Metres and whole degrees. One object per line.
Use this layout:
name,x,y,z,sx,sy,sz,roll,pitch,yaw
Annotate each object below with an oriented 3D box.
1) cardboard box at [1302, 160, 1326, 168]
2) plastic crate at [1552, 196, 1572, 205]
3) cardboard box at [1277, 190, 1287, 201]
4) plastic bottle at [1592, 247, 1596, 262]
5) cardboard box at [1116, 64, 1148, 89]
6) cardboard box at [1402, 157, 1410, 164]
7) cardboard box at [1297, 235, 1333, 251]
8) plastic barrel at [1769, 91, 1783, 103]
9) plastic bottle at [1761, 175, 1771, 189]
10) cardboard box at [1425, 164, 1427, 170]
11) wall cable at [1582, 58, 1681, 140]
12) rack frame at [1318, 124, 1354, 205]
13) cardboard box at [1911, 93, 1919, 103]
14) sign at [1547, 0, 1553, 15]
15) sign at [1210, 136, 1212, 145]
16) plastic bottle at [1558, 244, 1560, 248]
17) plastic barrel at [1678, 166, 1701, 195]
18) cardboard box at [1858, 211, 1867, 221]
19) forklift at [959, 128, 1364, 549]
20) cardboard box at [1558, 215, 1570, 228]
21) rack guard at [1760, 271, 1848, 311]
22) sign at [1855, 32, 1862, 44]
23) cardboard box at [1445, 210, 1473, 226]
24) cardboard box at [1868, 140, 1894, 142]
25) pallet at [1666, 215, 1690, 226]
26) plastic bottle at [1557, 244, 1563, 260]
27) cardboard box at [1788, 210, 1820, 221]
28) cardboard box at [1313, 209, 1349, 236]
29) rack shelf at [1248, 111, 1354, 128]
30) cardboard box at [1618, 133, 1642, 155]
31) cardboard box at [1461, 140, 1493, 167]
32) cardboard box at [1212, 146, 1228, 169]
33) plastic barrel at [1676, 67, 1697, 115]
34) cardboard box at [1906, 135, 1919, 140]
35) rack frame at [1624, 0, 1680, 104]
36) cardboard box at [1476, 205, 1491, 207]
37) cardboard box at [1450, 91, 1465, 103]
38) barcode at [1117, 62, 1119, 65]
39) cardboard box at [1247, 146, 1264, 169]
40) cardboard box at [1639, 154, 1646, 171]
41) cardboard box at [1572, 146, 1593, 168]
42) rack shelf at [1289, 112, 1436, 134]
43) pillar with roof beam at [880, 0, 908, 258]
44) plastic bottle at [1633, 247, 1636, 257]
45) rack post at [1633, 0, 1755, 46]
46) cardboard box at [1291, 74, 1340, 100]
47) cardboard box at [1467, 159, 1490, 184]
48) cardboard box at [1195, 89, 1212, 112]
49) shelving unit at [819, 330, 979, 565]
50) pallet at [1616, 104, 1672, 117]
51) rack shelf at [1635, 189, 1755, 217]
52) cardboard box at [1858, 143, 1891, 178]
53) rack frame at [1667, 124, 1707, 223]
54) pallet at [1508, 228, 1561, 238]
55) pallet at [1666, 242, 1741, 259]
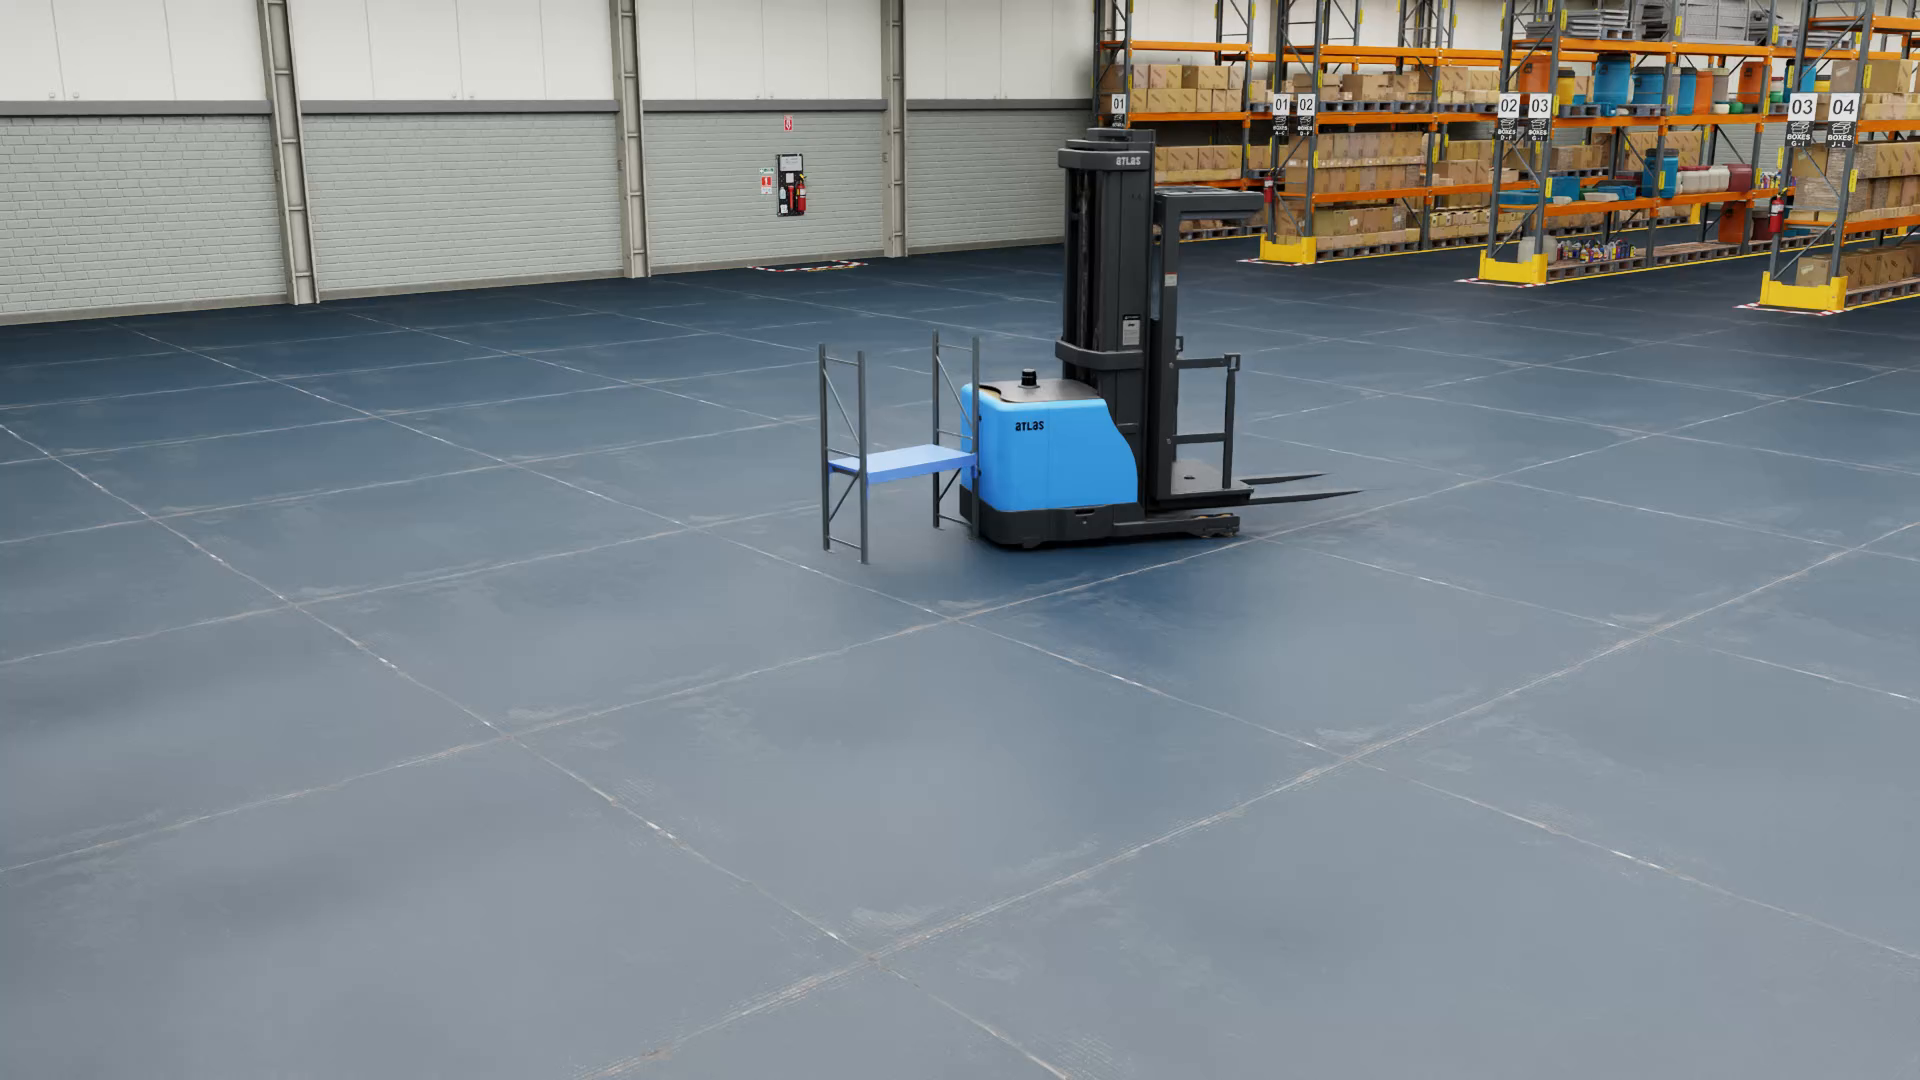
cardboard box,6.944,-7.380,32.614,0.250,0.149,0.380,-13,20,-40
plastic crate,10.641,-5.990,29.373,0.250,0.136,0.298,-13,19,-39
cardboard box,7.534,-8.294,40.026,0.500,0.250,0.500,-13,20,-41
plastic bottle,11.586,-5.227,30.441,0.097,0.271,0.097,0,15,0
cardboard box,3.702,-9.965,35.762,0.500,0.500,0.500,14,21,43
cardboard box,9.076,-7.858,34.407,0.250,0.149,0.380,-13,20,-41
cardboard box,7.057,-5.915,33.097,0.500,0.250,0.500,-13,19,-39
plastic barrel,16.740,-9.095,34.163,0.294,0.245,0.294,0,15,0
plastic bottle,16.678,-7.412,34.428,0.135,0.276,0.152,-13,19,-39
cardboard box,12.060,-9.718,43.269,0.250,0.149,0.380,-12,19,-38
wall cable,19.823,-12.954,49.327,0.112,2.526,3.097,-13,19,-39
rack frame,9.287,-9.312,41.300,0.127,3.000,1.000,-13,19,-39
cardboard box,14.978,-6.975,26.257,0.250,0.149,0.380,-12,19,-37
sign,12.908,-11.667,36.375,0.005,0.325,0.100,-13,19,-39
sign,5.902,-9.301,39.016,0.005,0.325,0.100,-13,19,-39
plastic bottle,11.061,-5.359,30.925,0.135,0.276,0.152,-12,19,-39
plastic barrel,14.192,-7.015,32.437,0.433,0.535,0.433,0,15,0
cardboard box,13.778,-5.023,25.728,0.250,0.149,0.380,-13,19,-39
forklift,1.571,-1.551,12.378,3.031,2.935,1.130,-4,16,-16
cardboard box,13.845,-7.549,38.689,0.500,0.500,0.500,-13,20,-40
rack guard,13.064,-3.869,25.767,0.348,0.500,1.175,-13,19,-39
sign,19.167,-10.751,35.467,0.005,0.325,0.100,-13,19,-39
cardboard box,10.770,-7.009,36.107,0.500,0.311,0.500,-14,20,-41
cardboard box,15.141,-6.305,27.334,0.500,0.500,0.500,-13,19,-39
pallet,17.918,-8.208,42.571,1.213,0.211,1.003,-13,19,-39
plastic bottle,11.131,-5.342,30.847,0.133,0.283,0.061,-13,19,-39
cardboard box,13.086,-5.031,25.760,0.250,0.149,0.380,-13,19,-39
cardboard box,7.433,-6.363,33.319,0.500,0.500,0.500,-13,19,-39
rack shelf,7.778,-10.075,39.737,4.000,0.370,1.077,-13,19,-39
cardboard box,16.099,-9.583,40.181,0.500,0.500,0.500,-12,19,-38
cardboard box,13.821,-10.471,45.058,0.700,0.700,0.980,-14,20,-42
cardboard box,5.743,-8.708,37.837,0.500,0.500,0.500,-13,20,-40
plastic barrel,14.001,-8.747,32.401,0.708,0.901,0.600,-13,19,-39
cardboard box,16.715,-6.342,28.203,1.000,1.000,1.000,-12,19,-39
rack frame,12.773,-9.604,30.769,0.127,3.000,1.000,-13,19,-39
cardboard box,11.954,-7.462,37.802,0.500,0.311,0.500,-12,19,-38
cardboard box,10.407,-9.447,35.467,0.500,0.250,0.500,14,20,42
barcode,3.459,-10.445,36.435,0.075,0.075,0.001,-13,19,-39
cardboard box,6.676,-8.975,38.992,0.500,0.500,0.700,-13,19,-39
cardboard box,16.506,-9.195,40.668,0.500,0.500,0.500,-12,19,-38
cardboard box,14.578,-9.112,39.542,0.500,0.500,0.700,-9,17,-31
rack shelf,8.015,-8.434,33.593,4.000,0.370,1.077,-13,19,-39
pillar with roof beam,1.512,-9.288,29.584,0.400,9.000,9.100,-13,19,-39
plastic bottle,12.703,-5.444,31.390,0.097,0.201,0.097,0,15,0
rack post,14.202,-10.051,32.054,3.121,1.000,1.013,-13,19,-39
cardboard box,6.943,-8.859,32.507,0.637,0.503,0.797,-11,18,-36
cardboard box,11.286,-8.109,36.603,0.500,0.500,0.500,-14,20,-42
cardboard box,5.268,-9.824,37.170,0.500,0.500,0.500,-14,20,-41
shelving unit,-0.423,-0.685,11.908,1.048,1.500,0.538,-12,19,-38
pallet,12.292,-7.923,30.651,1.003,0.211,1.213,-13,19,-39
rack shelf,14.281,-6.697,32.904,4.000,0.370,1.077,-13,19,-39
cardboard box,13.982,-5.863,25.678,0.500,0.500,0.500,-13,19,-39
rack frame,18.576,-9.704,42.766,0.127,3.000,1.000,-13,19,-39
pallet,13.129,-7.120,38.498,1.213,0.211,1.003,-13,19,-39
pallet,15.180,-5.913,33.976,1.213,0.211,1.003,-13,19,-39
